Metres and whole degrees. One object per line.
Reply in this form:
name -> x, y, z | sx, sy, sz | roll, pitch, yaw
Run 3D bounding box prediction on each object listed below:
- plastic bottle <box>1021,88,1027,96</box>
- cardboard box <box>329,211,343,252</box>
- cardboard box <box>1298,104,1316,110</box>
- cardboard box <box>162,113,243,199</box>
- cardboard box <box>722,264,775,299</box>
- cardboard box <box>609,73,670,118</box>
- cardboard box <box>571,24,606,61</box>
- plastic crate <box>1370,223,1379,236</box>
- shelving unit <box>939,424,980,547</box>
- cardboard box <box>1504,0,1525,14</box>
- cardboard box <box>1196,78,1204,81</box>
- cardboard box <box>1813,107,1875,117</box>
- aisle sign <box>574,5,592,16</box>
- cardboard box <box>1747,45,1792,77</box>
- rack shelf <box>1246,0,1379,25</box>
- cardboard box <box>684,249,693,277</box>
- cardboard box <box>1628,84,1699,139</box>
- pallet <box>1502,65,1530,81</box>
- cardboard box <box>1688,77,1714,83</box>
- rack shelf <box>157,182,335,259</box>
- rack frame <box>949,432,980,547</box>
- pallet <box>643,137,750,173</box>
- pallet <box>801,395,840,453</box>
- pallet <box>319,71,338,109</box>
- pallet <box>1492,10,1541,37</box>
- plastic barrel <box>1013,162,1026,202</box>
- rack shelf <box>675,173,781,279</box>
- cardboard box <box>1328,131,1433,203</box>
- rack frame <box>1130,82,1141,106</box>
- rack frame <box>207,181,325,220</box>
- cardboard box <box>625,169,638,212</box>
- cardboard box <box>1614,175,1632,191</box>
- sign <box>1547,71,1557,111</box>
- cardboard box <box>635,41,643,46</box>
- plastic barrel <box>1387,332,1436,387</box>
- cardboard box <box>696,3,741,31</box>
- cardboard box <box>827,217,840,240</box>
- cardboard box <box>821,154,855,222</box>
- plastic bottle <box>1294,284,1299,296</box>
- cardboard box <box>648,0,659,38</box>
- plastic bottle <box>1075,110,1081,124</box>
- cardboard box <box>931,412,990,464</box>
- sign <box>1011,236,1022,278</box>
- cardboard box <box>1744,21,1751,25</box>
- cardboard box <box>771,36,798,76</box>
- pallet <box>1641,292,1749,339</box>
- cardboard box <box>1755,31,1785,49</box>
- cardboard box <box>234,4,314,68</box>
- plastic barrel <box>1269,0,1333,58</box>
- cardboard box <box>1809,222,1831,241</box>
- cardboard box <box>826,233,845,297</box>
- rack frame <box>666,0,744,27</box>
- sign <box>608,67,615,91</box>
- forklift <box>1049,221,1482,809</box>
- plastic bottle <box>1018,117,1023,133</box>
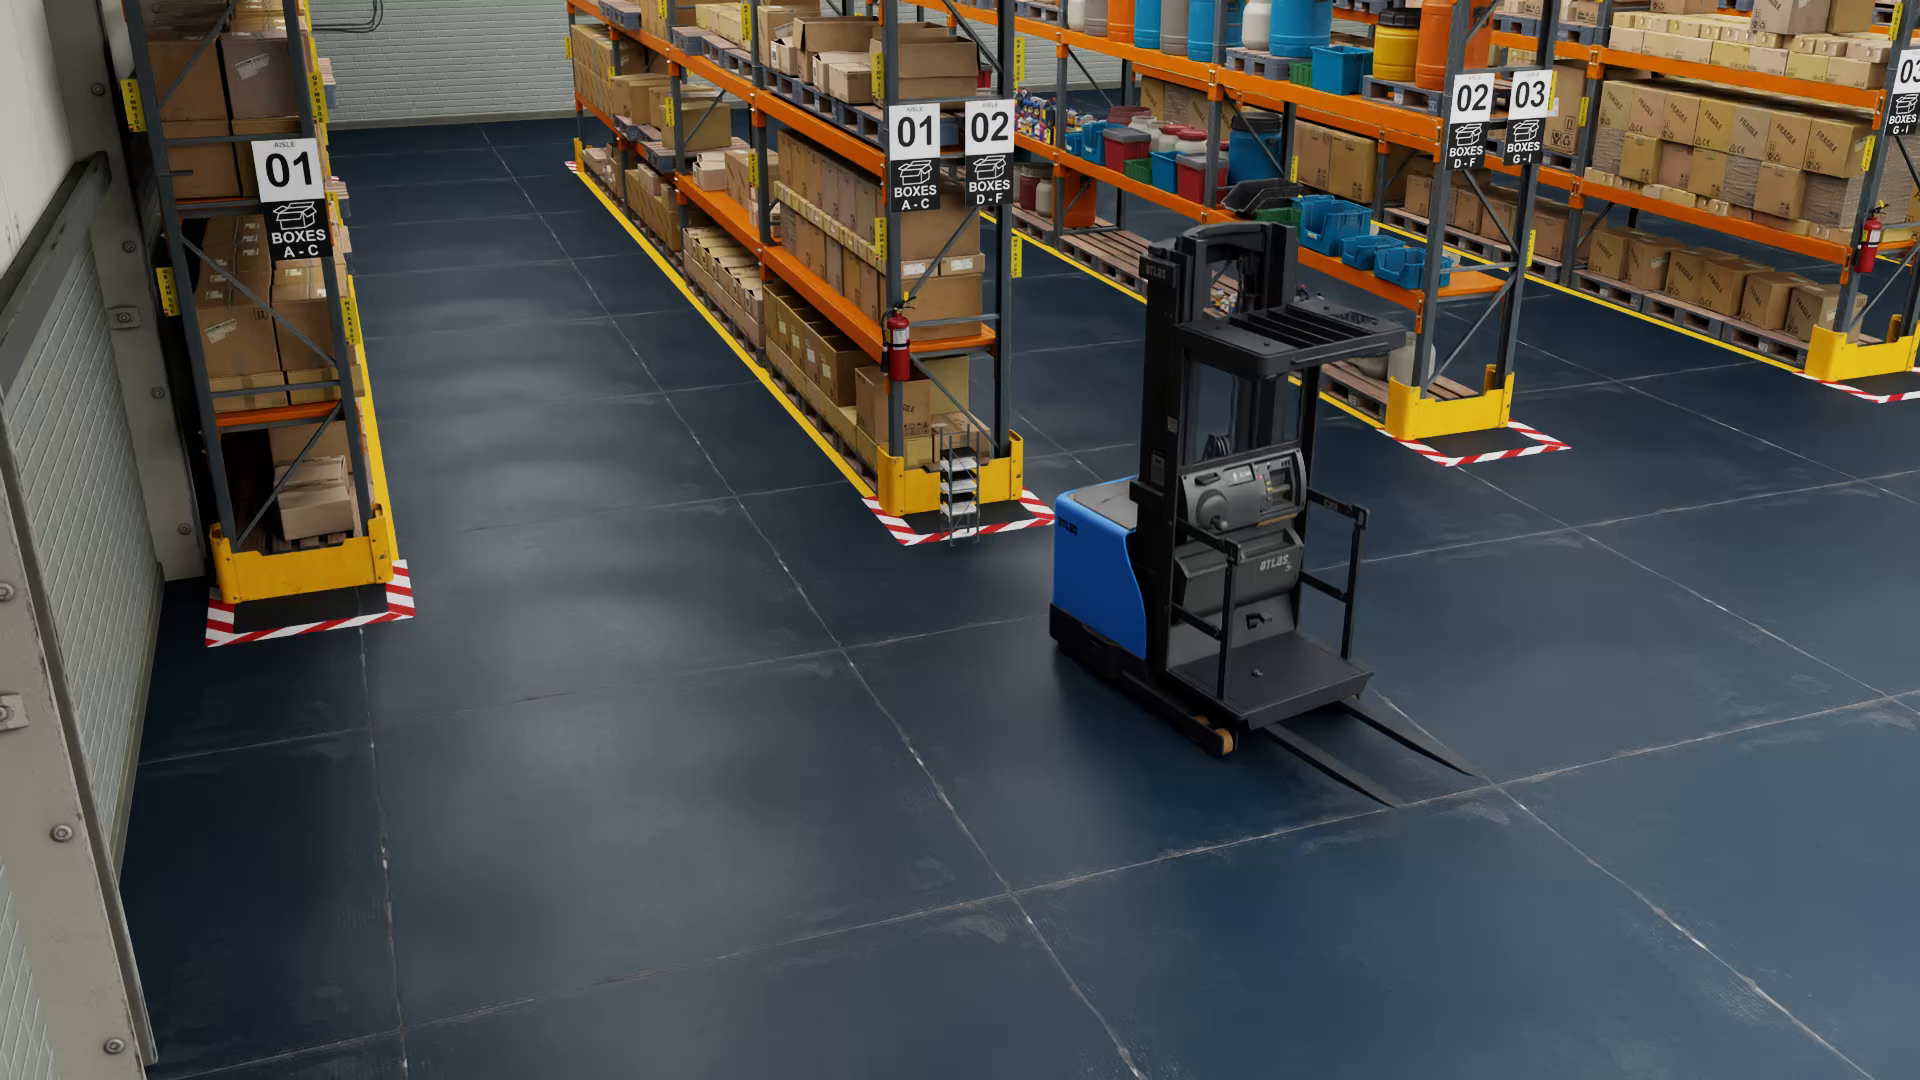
plastic bottle -> 0.943, -6.443, 24.361 | 0.144, 0.351, 0.185 | -8, 24, -19
cardboard box -> -5.492, -2.464, 14.060 | 0.500, 0.500, 0.500 | -8, 24, -19
cardboard box -> 5.416, -6.727, 24.844 | 0.500, 0.500, 0.500 | -8, 24, -18
cardboard box -> -5.101, -2.590, 11.139 | 0.500, 0.500, 0.500 | -7, 24, -15
cardboard box -> -2.272, -2.832, 18.009 | 0.500, 0.311, 0.500 | -8, 24, -19
cardboard box -> -4.365, -6.113, 22.846 | 0.700, 0.500, 0.500 | -18, 29, -36
cardboard box -> -5.826, -7.839, 26.195 | 0.500, 0.500, 0.500 | -8, 24, -17
plastic crate -> 3.949, -3.171, 16.875 | 0.530, 0.136, 0.437 | -8, 24, -19
shelving unit -> -0.003, -0.418, 12.706 | 0.258, 0.900, 0.210 | -8, 24, -19
cardboard box -> 7.016, -6.663, 20.719 | 0.380, 0.166, 0.250 | -9, 24, -20
cardboard box -> 4.167, -7.758, 27.742 | 0.380, 0.149, 0.250 | -8, 24, -18
cardboard box -> 9.075, -4.138, 17.030 | 0.500, 0.500, 0.500 | -8, 24, -19
aisle sign -> -6.035, -8.712, 26.335 | 0.394, 0.787, 0.004 | -8, 24, -19
cardboard box -> 8.425, -4.896, 16.959 | 0.500, 0.250, 0.500 | -8, 24, -18
rack shelf -> 5.652, -7.758, 24.483 | 1.077, 0.370, 4.000 | -8, 24, -19
cardboard box -> -3.000, -3.319, 19.886 | 0.500, 0.250, 0.500 | -8, 24, -19
cardboard box -> 7.871, -4.792, 18.581 | 0.500, 0.500, 0.500 | -8, 24, -19
pallet -> 9.755, -7.692, 27.509 | 1.003, 0.211, 1.213 | -8, 24, -19
cardboard box -> 10.941, -6.471, 24.235 | 0.500, 0.500, 0.500 | -8, 24, -18
rack shelf -> -5.424, -2.813, 12.749 | 1.077, 0.370, 4.000 | -8, 24, -19
rack frame -> 0.033, -0.381, 12.618 | 0.240, 0.900, 0.006 | -8, 24, -19
pallet -> -3.215, -4.771, 20.579 | 1.213, 0.211, 1.003 | -8, 24, -19
pallet -> -0.821, -1.146, 15.321 | 1.003, 0.211, 1.213 | -8, 24, -19
pallet -> -6.249, -4.023, 14.937 | 1.213, 0.211, 1.003 | -8, 24, -19
pallet -> 7.284, -6.439, 20.667 | 1.213, 0.211, 1.003 | -8, 24, -19
plastic barrel -> 0.854, -5.127, 23.839 | 0.421, 0.512, 0.421 | 0, 23, 0
rack shelf -> -2.204, -3.565, 18.396 | 1.077, 0.370, 4.000 | -8, 24, -19
cardboard box -> 6.134, -5.449, 24.135 | 1.225, 0.875, 0.875 | -10, 25, -21
rack frame -> 3.533, -8.888, 30.098 | 1.000, 3.000, 0.127 | -8, 24, -19
rack frame -> -6.130, -2.489, 14.916 | 1.000, 3.000, 0.127 | -8, 24, -19
cardboard box -> -4.380, -4.918, 23.332 | 0.500, 0.500, 0.500 | -9, 25, -21
cardboard box -> 7.757, -4.113, 19.093 | 0.380, 0.149, 0.250 | -8, 24, -19
sign -> 5.067, -3.855, 14.284 | 0.100, 0.325, 0.005 | -8, 24, -19
cardboard box -> -4.409, -6.981, 24.157 | 0.500, 0.500, 0.500 | -9, 25, -21
plastic barrel -> 4.247, -1.670, 15.637 | 0.421, 0.512, 0.421 | 0, 23, 0
cardboard box -> -2.697, -5.973, 18.972 | 0.500, 0.250, 0.500 | -10, 25, -23
cardboard box -> -0.947, -2.737, 14.542 | 0.380, 0.149, 0.250 | -9, 24, -20
cardboard box -> -0.803, -3.106, 14.582 | 0.700, 0.500, 0.500 | -8, 24, -19
plastic bottle -> 3.635, -2.636, 18.109 | 0.144, 0.351, 0.185 | -9, 24, -20
cardboard box -> -3.276, -6.391, 20.183 | 0.910, 0.500, 0.500 | -8, 24, -19
plastic bottle -> 1.625, -5.756, 22.819 | 0.061, 0.283, 0.133 | -8, 24, -19
cardboard box -> -0.065, -0.868, 14.071 | 0.500, 0.250, 0.500 | -8, 24, -19
sign -> 0.437, -2.226, 13.076 | 0.100, 0.325, 0.005 | -8, 24, -19
cardboard box -> 8.627, -5.468, 17.802 | 0.380, 0.149, 0.250 | -7, 24, -17
cardboard box -> -1.375, -4.353, 14.872 | 0.500, 0.311, 0.500 | -10, 25, -22
pallet -> 8.477, -2.559, 18.674 | 1.003, 0.211, 1.213 | -8, 24, -19
cardboard box -> 8.342, -5.103, 16.936 | 0.380, 0.149, 0.250 | -10, 25, -22
cardboard box -> -5.302, -3.856, 12.856 | 0.500, 0.500, 0.500 | -9, 25, -21
plastic barrel -> 3.390, -5.278, 16.487 | 0.600, 0.901, 0.708 | -8, 24, -19
cardboard box -> 8.803, -3.125, 16.748 | 0.380, 0.149, 0.250 | -8, 24, -19
cardboard box -> -0.787, -2.496, 14.804 | 0.700, 0.500, 0.500 | -8, 24, -17
rack frame -> -2.910, -7.388, 18.815 | 1.000, 3.000, 0.127 | -8, 24, -19
sign -> -4.828, -6.398, 23.077 | 0.100, 0.325, 0.005 | -8, 24, -19
forklift -> 1.812, -0.278, 9.759 | 1.130, 2.935, 3.031 | -14, 26, -29
plastic bottle -> 0.837, -5.674, 22.730 | 0.097, 0.201, 0.097 | 0, 23, 0
